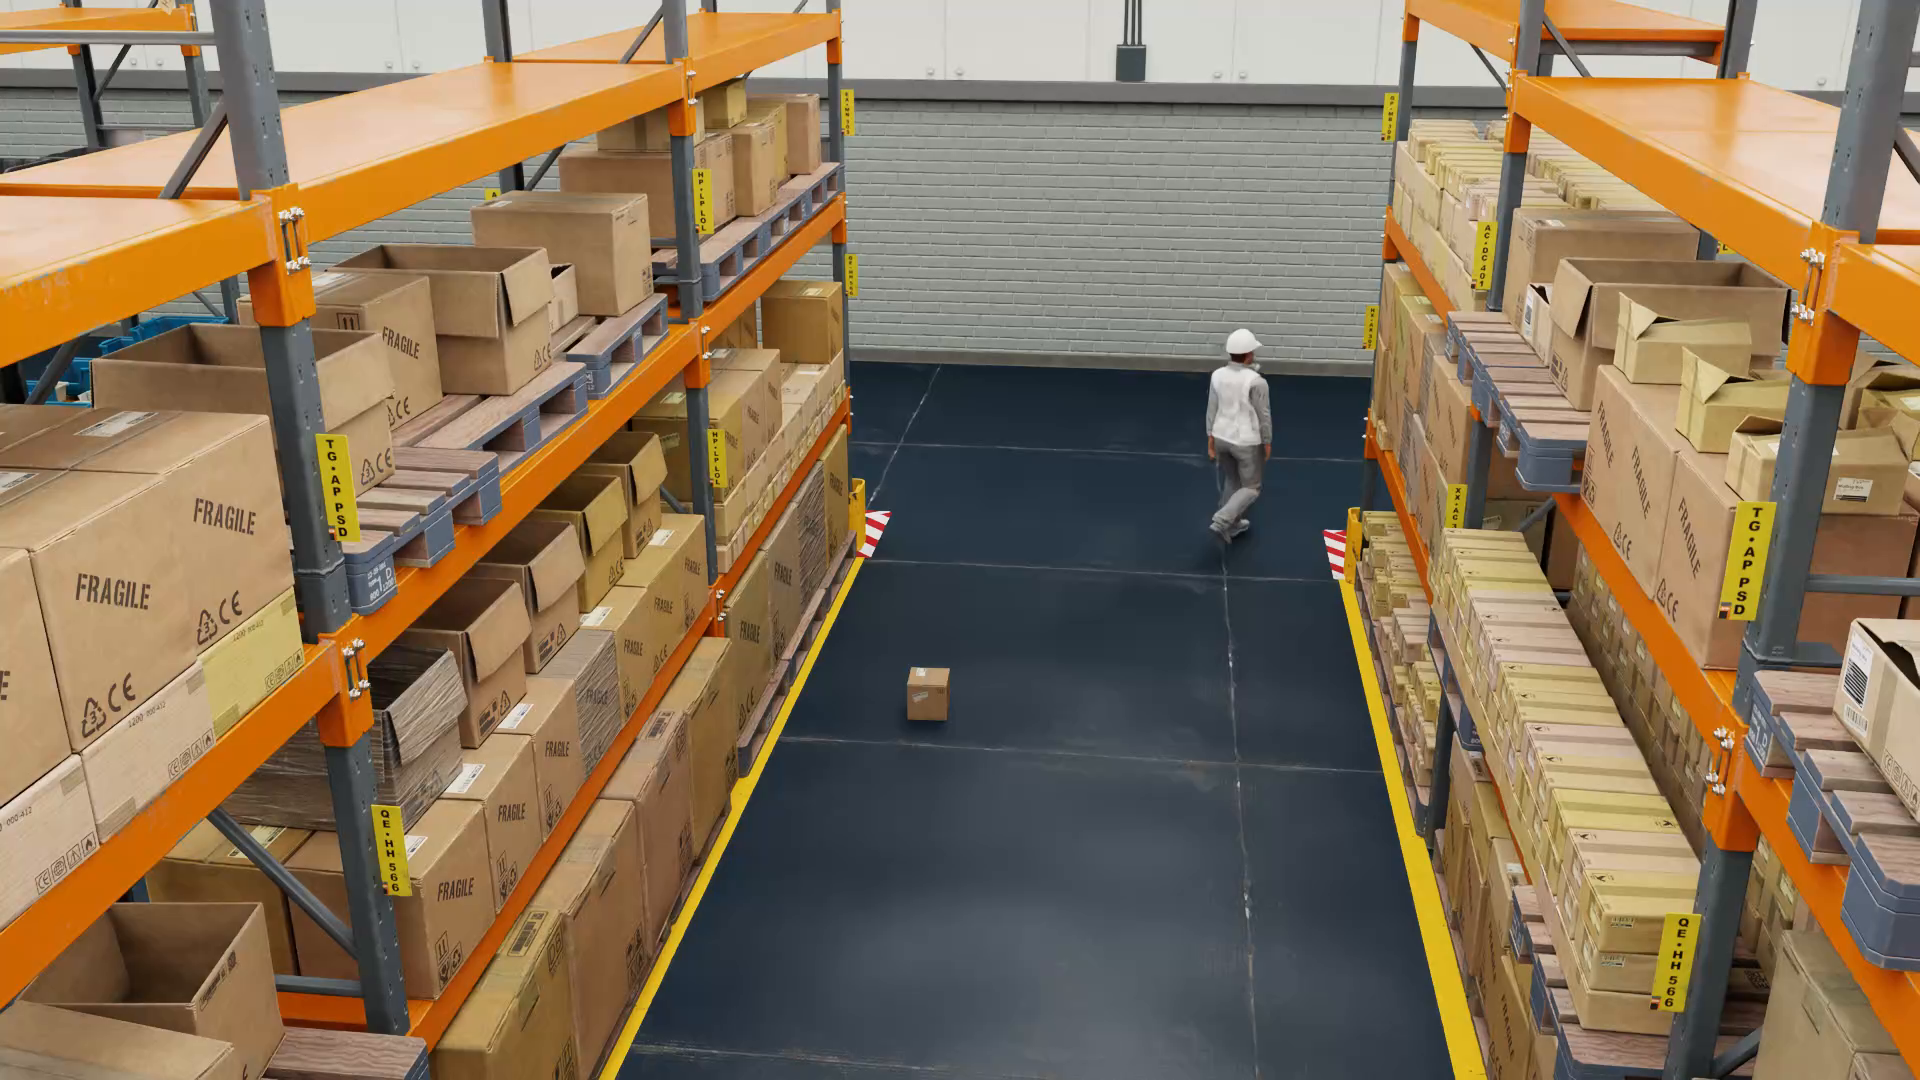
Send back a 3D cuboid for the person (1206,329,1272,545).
[{"bbox_3d":[2.184,-0.788,13.087,0.783,1.757,0.562,-19,28,-40],"label":"person"}]
